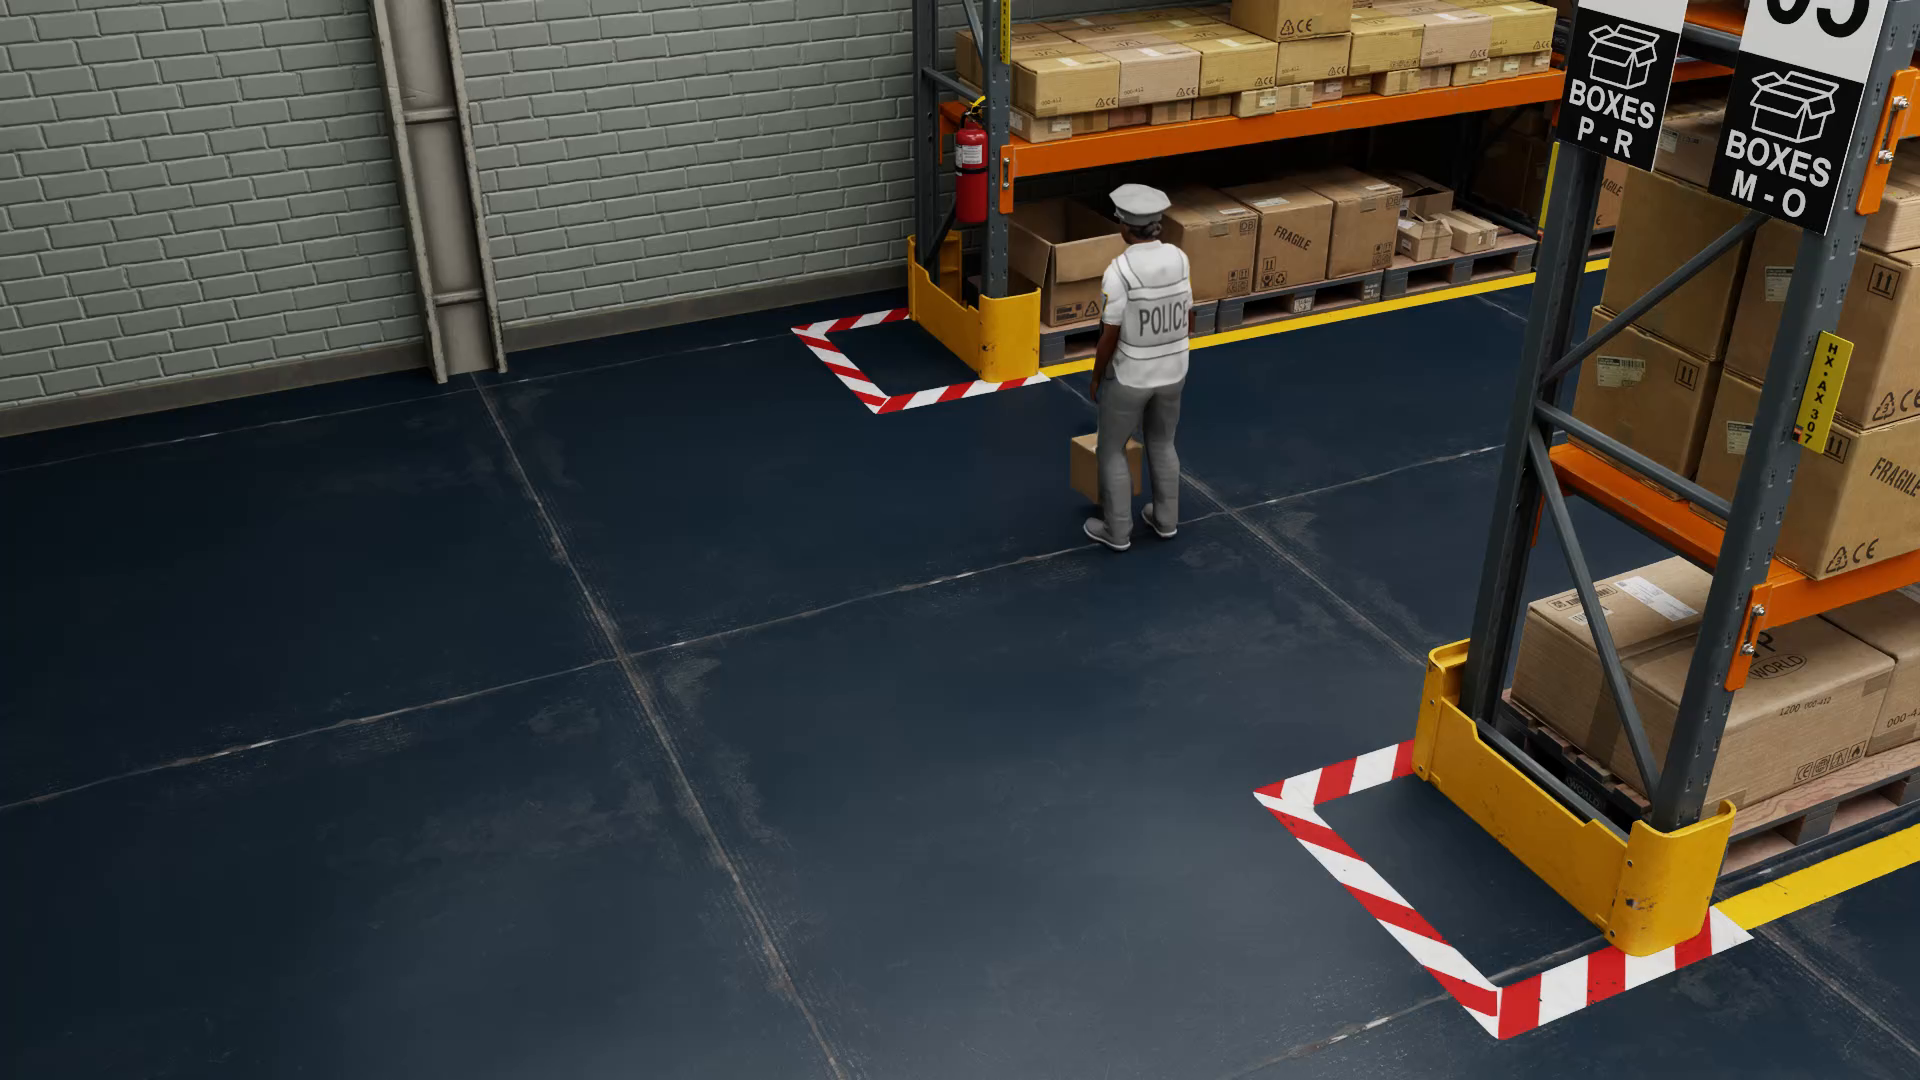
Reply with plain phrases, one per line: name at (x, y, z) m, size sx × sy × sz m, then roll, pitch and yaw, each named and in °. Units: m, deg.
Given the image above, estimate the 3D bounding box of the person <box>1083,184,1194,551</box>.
person at (0.813, -0.736, 7.424) m, size 0.500 × 1.660 × 0.378 m, roll -14°, pitch 33°, yaw -23°
